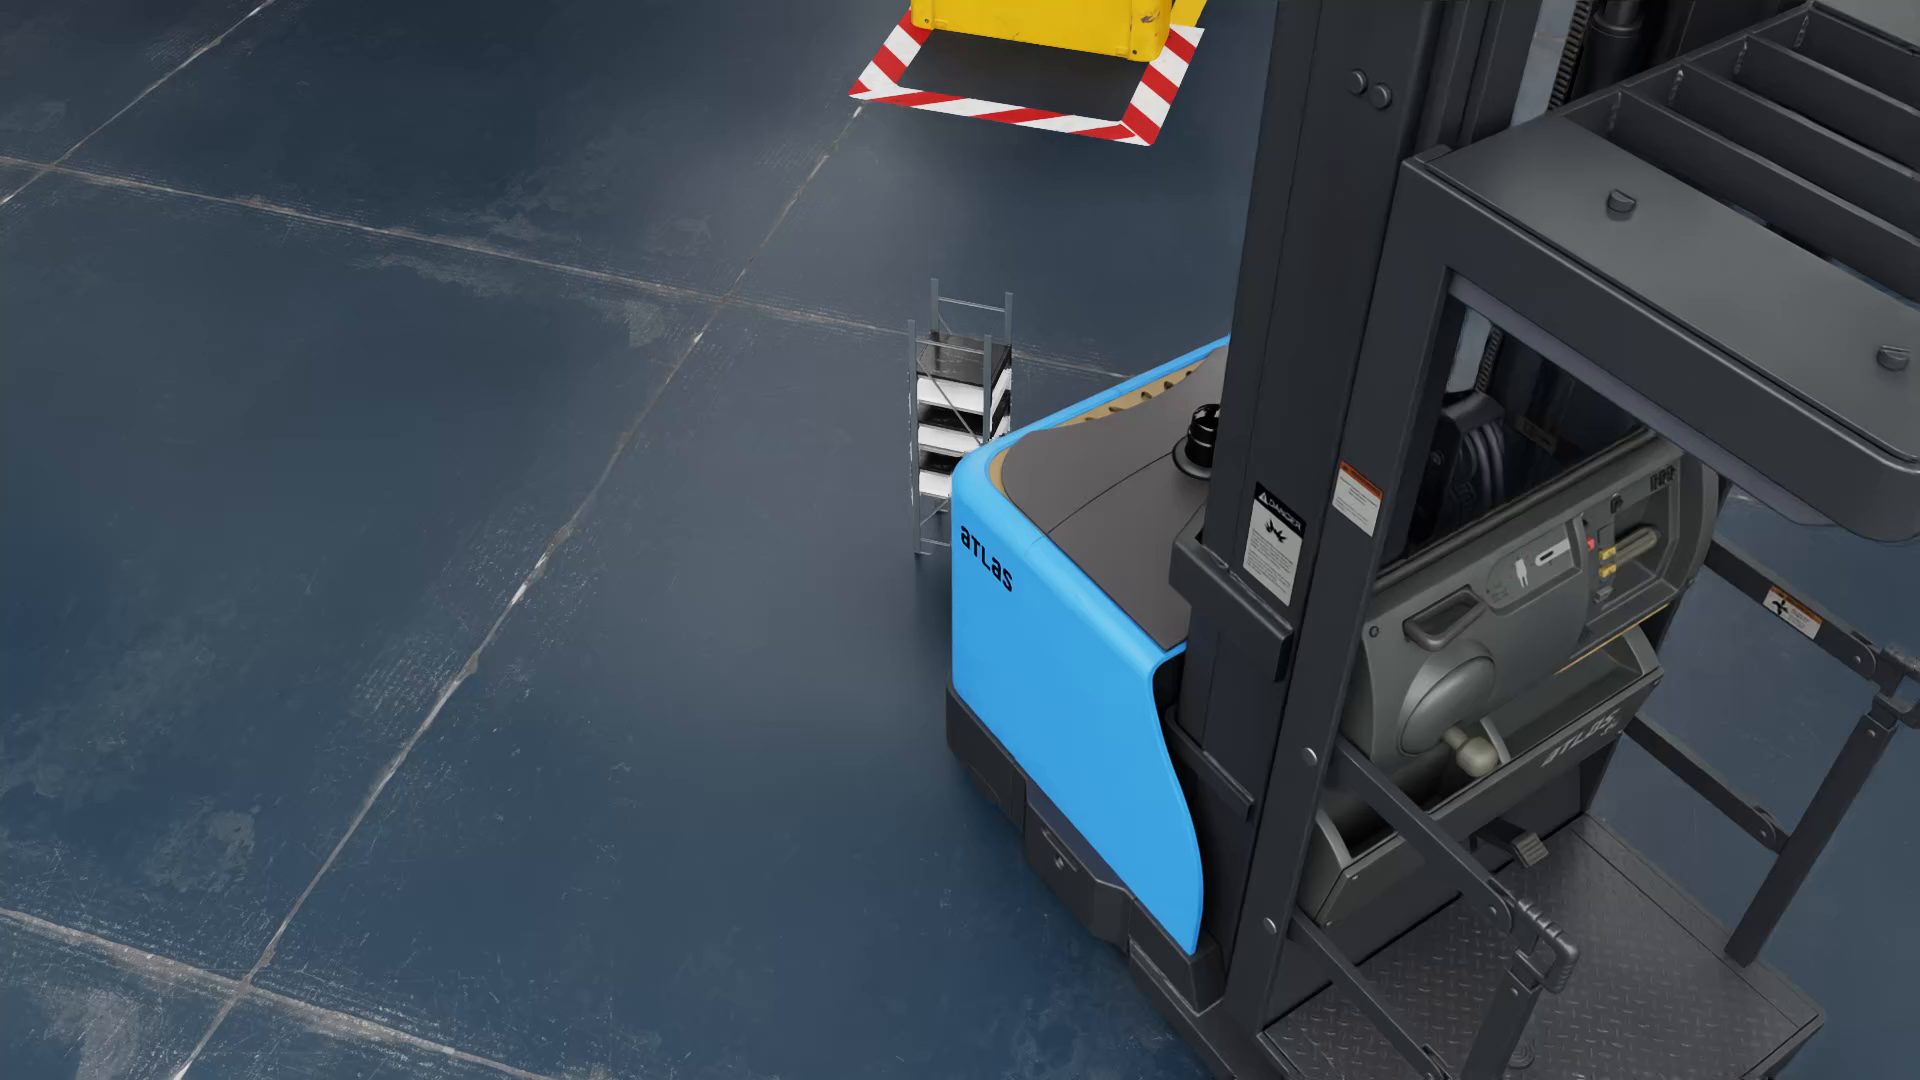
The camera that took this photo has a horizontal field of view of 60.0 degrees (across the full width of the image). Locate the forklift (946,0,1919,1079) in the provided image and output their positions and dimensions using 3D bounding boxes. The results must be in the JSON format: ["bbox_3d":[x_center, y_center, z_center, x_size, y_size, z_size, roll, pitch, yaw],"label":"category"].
[{"bbox_3d":[1.206,0.195,2.955,1.130,2.935,3.031,-25,50,-24],"label":"forklift"}]

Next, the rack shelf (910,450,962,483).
[{"bbox_3d":[0.002,-0.239,5.027,0.258,0.077,0.200,13,46,12],"label":"rack shelf"}]

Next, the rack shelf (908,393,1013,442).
[{"bbox_3d":[0.002,-0.368,4.901,0.258,0.077,0.200,13,46,12],"label":"rack shelf"}]

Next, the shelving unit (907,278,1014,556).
[{"bbox_3d":[0.002,-0.327,4.941,0.258,0.900,0.210,13,46,12],"label":"shelving unit"}]

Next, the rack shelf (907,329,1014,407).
[{"bbox_3d":[0.002,-0.496,4.775,0.258,0.077,0.200,13,46,12],"label":"rack shelf"}]

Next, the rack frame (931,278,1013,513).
[{"bbox_3d":[0.033,-0.395,5.010,0.240,0.900,0.006,13,46,12],"label":"rack frame"}]

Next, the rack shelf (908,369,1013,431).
[{"bbox_3d":[0.002,-0.432,4.838,0.258,0.077,0.200,13,46,12],"label":"rack shelf"}]

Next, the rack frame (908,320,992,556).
[{"bbox_3d":[-0.028,-0.259,4.872,0.240,0.900,0.006,13,46,12],"label":"rack frame"}]

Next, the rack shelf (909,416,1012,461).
[{"bbox_3d":[0.002,-0.303,4.964,0.258,0.077,0.200,13,46,12],"label":"rack shelf"}]

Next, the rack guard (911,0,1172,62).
[{"bbox_3d":[0.365,-2.543,7.492,1.175,0.500,0.348,13,46,13],"label":"rack guard"}]

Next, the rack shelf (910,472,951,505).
[{"bbox_3d":[0.002,-0.175,5.090,0.258,0.077,0.200,13,46,12],"label":"rack shelf"}]
